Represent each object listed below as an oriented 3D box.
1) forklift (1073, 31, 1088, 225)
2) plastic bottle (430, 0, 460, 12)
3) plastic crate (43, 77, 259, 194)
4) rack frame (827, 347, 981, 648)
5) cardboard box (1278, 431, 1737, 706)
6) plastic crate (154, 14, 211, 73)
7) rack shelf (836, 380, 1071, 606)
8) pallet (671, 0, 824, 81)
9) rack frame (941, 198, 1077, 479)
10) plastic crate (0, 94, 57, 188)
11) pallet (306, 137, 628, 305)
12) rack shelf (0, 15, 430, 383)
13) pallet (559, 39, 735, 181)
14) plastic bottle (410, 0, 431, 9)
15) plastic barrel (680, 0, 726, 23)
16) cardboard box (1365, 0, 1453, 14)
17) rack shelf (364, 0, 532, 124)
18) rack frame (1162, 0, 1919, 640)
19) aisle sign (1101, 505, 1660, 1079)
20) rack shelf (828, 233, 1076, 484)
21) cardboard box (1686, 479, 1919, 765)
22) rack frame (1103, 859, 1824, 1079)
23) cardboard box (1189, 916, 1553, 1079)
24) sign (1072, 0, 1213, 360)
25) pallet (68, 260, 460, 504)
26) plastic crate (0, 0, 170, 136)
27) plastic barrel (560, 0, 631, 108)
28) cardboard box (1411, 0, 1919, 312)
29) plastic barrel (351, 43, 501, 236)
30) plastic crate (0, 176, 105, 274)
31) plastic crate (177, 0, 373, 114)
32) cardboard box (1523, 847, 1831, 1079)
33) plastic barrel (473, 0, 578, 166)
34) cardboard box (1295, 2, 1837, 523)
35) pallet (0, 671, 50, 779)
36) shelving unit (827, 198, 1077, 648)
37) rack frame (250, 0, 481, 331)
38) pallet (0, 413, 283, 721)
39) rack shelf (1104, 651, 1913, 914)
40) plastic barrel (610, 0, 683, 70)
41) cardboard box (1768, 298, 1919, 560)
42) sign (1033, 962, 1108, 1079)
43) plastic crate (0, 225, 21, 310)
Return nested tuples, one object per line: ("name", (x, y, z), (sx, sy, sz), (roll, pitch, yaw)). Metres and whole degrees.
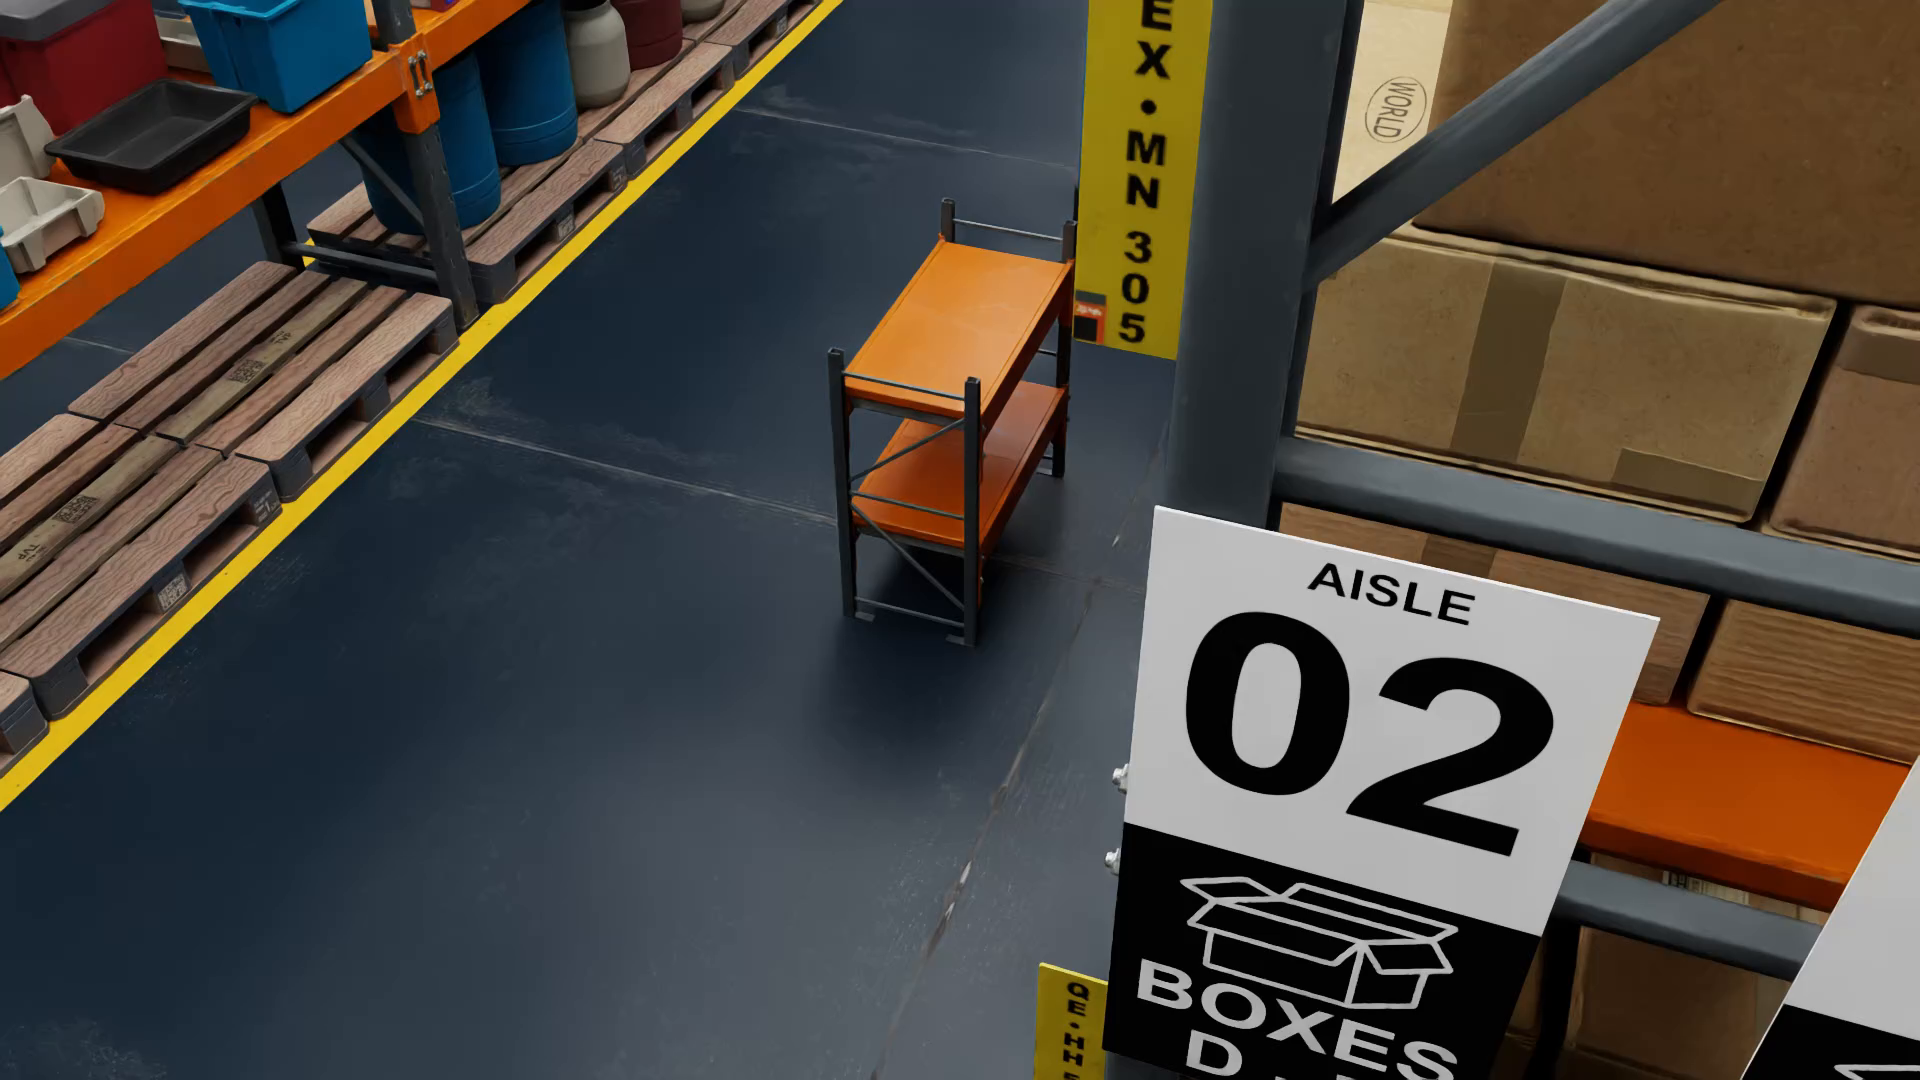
("forklift", (1.652, -3.213, 7.758), (1.130, 2.935, 3.031), (18, 44, 20))
("plastic bottle", (-2.103, -2.295, 6.718), (0.061, 0.283, 0.133), (13, 42, 15))
("plastic crate", (-2.760, -1.386, 5.729), (0.437, 0.125, 0.590), (13, 42, 15))
("rack frame", (-0.176, -0.114, 5.517), (0.500, 1.125, 0.032), (13, 42, 15))
("cardboard box", (0.584, -0.125, 1.889), (0.500, 0.250, 0.500), (13, 42, 15))
("plastic crate", (-2.923, -1.880, 6.300), (0.396, 0.136, 0.243), (13, 42, 15))
("rack shelf", (-0.002, -0.238, 6.039), (0.538, 0.278, 1.000), (13, 42, 15))
("pallet", (-1.492, -3.099, 9.719), (1.003, 0.211, 1.213), (13, 42, 15))
("rack frame", (0.172, -0.734, 6.243), (0.500, 1.125, 0.032), (13, 42, 15))
("plastic crate", (-3.325, -1.297, 5.505), (0.437, 0.282, 0.530), (13, 42, 15))
("pallet", (-2.327, -1.611, 7.975), (1.003, 0.211, 1.213), (13, 42, 15))
("rack shelf", (-3.314, -0.717, 5.333), (1.077, 0.370, 4.000), (13, 42, 15))
("pallet", (-1.911, -2.357, 8.850), (1.003, 0.211, 1.213), (13, 42, 15))
("plastic bottle", (-2.191, -2.359, 6.742), (0.144, 0.351, 0.185), (13, 42, 15))
("plastic barrel", (-1.522, -3.197, 9.279), (0.421, 0.512, 0.421), (0, 40, 0))
("cardboard box", (0.763, -0.618, 2.082), (0.500, 0.250, 0.500), (13, 42, 15))
("rack shelf", (-1.946, -3.156, 8.193), (1.077, 0.370, 4.000), (13, 42, 15))
("rack frame", (0.656, -0.951, 0.431), (1.000, 3.000, 0.127), (13, 42, 15))
("aisle sign", (0.345, 0.316, 1.566), (0.394, 0.787, 0.004), (13, 42, 15))
("rack shelf", (-0.002, -0.646, 5.690), (0.538, 0.278, 1.000), (13, 42, 15))
("cardboard box", (1.071, -0.010, 1.755), (0.500, 0.250, 0.500), (13, 42, 15))
("rack frame", (0.656, 1.331, 2.378), (1.000, 3.000, 0.127), (13, 42, 15))
("cardboard box", (0.550, 0.580, 2.411), (0.500, 0.500, 0.500), (13, 42, 15))
("sign", (0.141, -0.282, 1.276), (0.100, 0.325, 0.005), (13, 42, 15))
("pallet", (-2.845, -0.692, 6.899), (1.003, 0.211, 1.213), (13, 42, 15))
("plastic crate", (-3.171, -1.768, 5.916), (0.402, 0.464, 0.583), (13, 42, 15))
("plastic barrel", (-1.908, -2.508, 8.472), (0.421, 0.512, 0.421), (0, 40, 0))
("cardboard box", (0.816, -0.545, 1.419), (0.700, 0.500, 0.500), (13, 42, 15))
("plastic barrel", (-2.428, -1.900, 7.459), (0.600, 0.901, 0.708), (13, 42, 15))
("plastic crate", (-2.943, -1.004, 5.272), (0.293, 0.136, 0.466), (13, 42, 15))
("plastic crate", (-2.469, -1.866, 6.093), (0.392, 0.384, 0.575), (13, 42, 15))
("cardboard box", (1.055, 0.701, 2.270), (0.500, 0.500, 0.500), (15, 43, 16))
("plastic barrel", (-2.186, -2.331, 7.965), (0.600, 0.901, 0.708), (13, 42, 15))
("cardboard box", (0.592, -0.313, 1.725), (0.500, 0.250, 0.500), (13, 42, 15))
("pallet", (-3.679, 0.796, 5.154), (1.003, 0.211, 1.213), (13, 42, 15))
("shelving unit", (-0.002, -0.424, 5.880), (0.538, 1.125, 1.048), (13, 42, 15))
("rack frame", (-2.630, -2.210, 6.529), (1.000, 3.000, 0.127), (13, 42, 15))
("pallet", (-3.260, 0.055, 6.023), (1.003, 0.211, 1.213), (13, 42, 15))
("rack shelf", (1.340, -0.756, 3.068), (1.077, 0.370, 4.000), (13, 42, 15))
("plastic barrel", (-1.799, -2.901, 8.874), (0.600, 0.588, 0.708), (13, 42, 15))
("cardboard box", (1.076, -0.199, 1.591), (0.500, 0.250, 0.500), (13, 42, 15))
("sign", (0.141, 0.635, 2.059), (0.100, 0.325, 0.005), (13, 42, 15))
("plastic crate", (-3.051, -0.793, 4.951), (0.416, 0.233, 0.300), (13, 42, 15))
